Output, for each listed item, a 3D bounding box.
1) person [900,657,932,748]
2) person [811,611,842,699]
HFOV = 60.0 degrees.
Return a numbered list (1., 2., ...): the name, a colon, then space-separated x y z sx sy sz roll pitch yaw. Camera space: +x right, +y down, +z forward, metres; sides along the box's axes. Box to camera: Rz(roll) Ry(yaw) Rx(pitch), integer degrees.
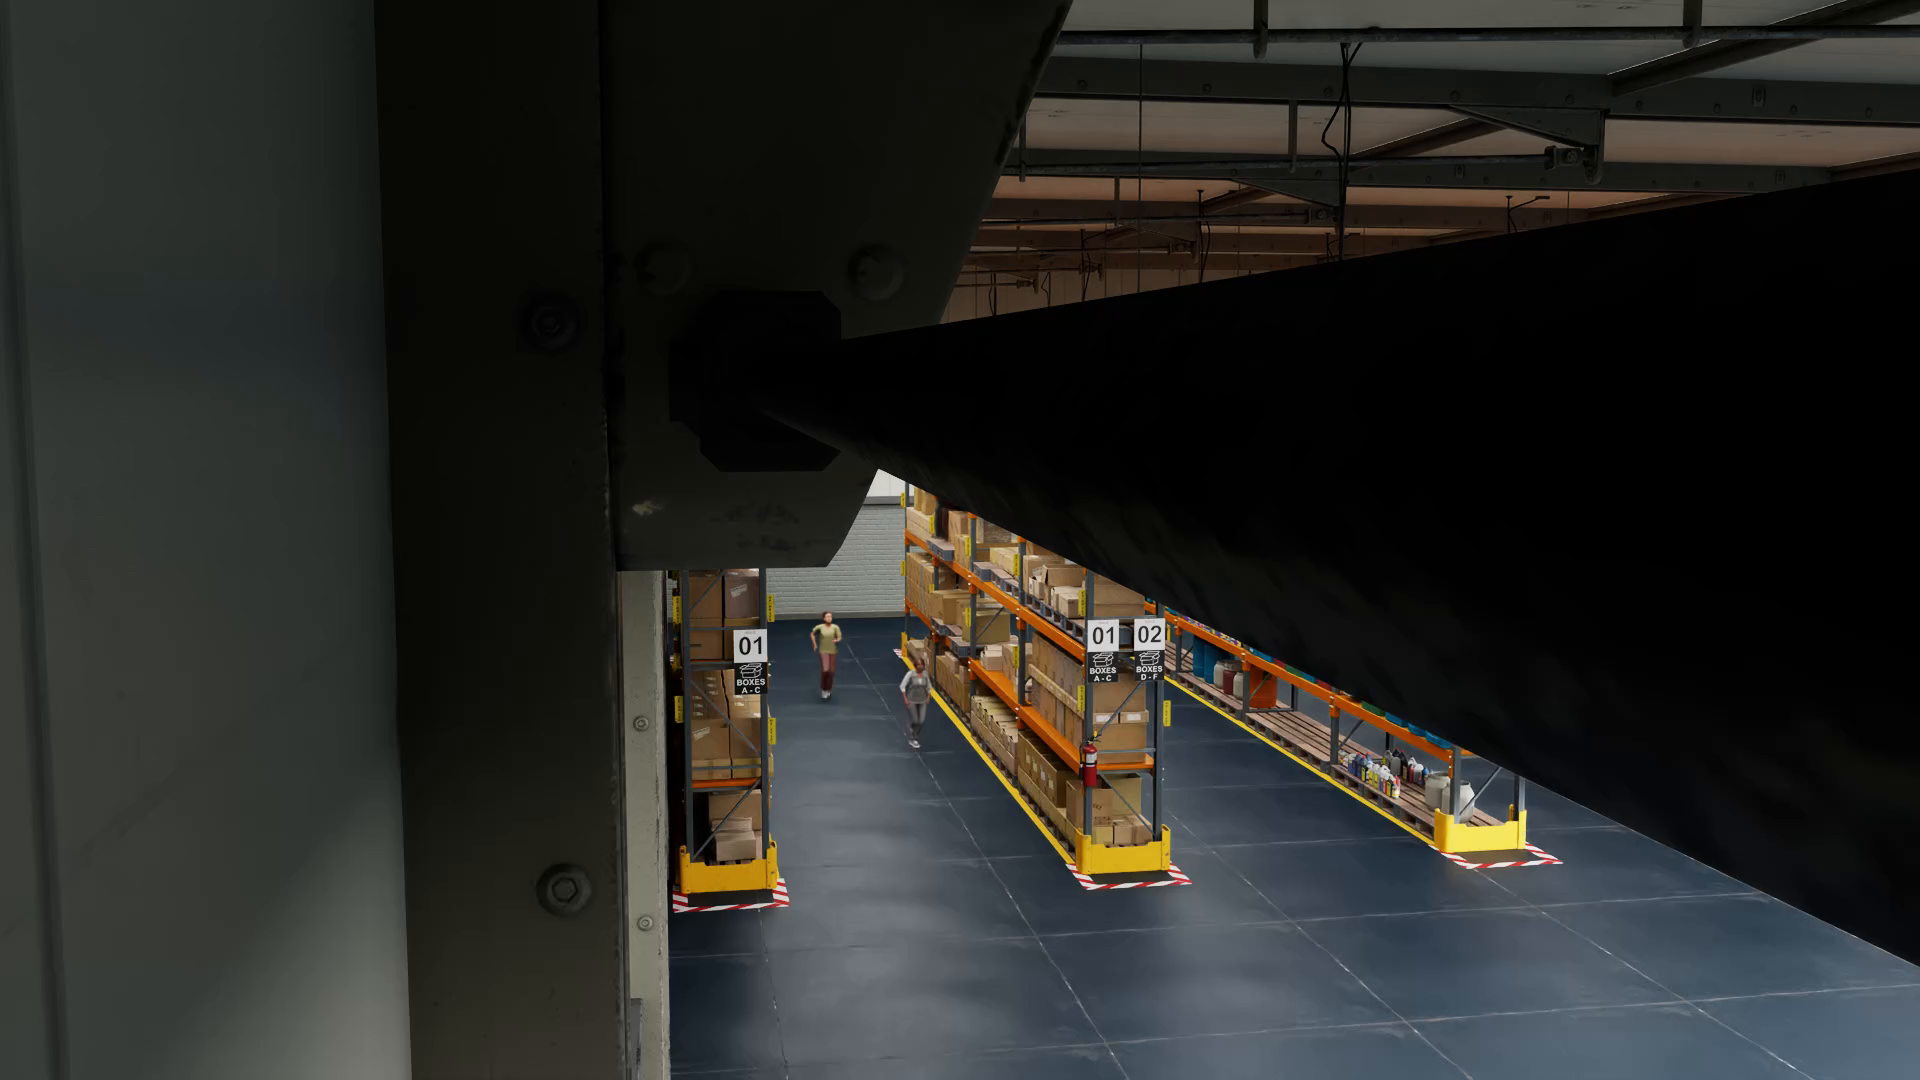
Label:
1. person: -0.735 2.699 27.760 0.548 1.534 0.512 -2 6 -17
2. person: -2.538 2.196 31.889 0.560 1.686 0.683 -2 6 -17
